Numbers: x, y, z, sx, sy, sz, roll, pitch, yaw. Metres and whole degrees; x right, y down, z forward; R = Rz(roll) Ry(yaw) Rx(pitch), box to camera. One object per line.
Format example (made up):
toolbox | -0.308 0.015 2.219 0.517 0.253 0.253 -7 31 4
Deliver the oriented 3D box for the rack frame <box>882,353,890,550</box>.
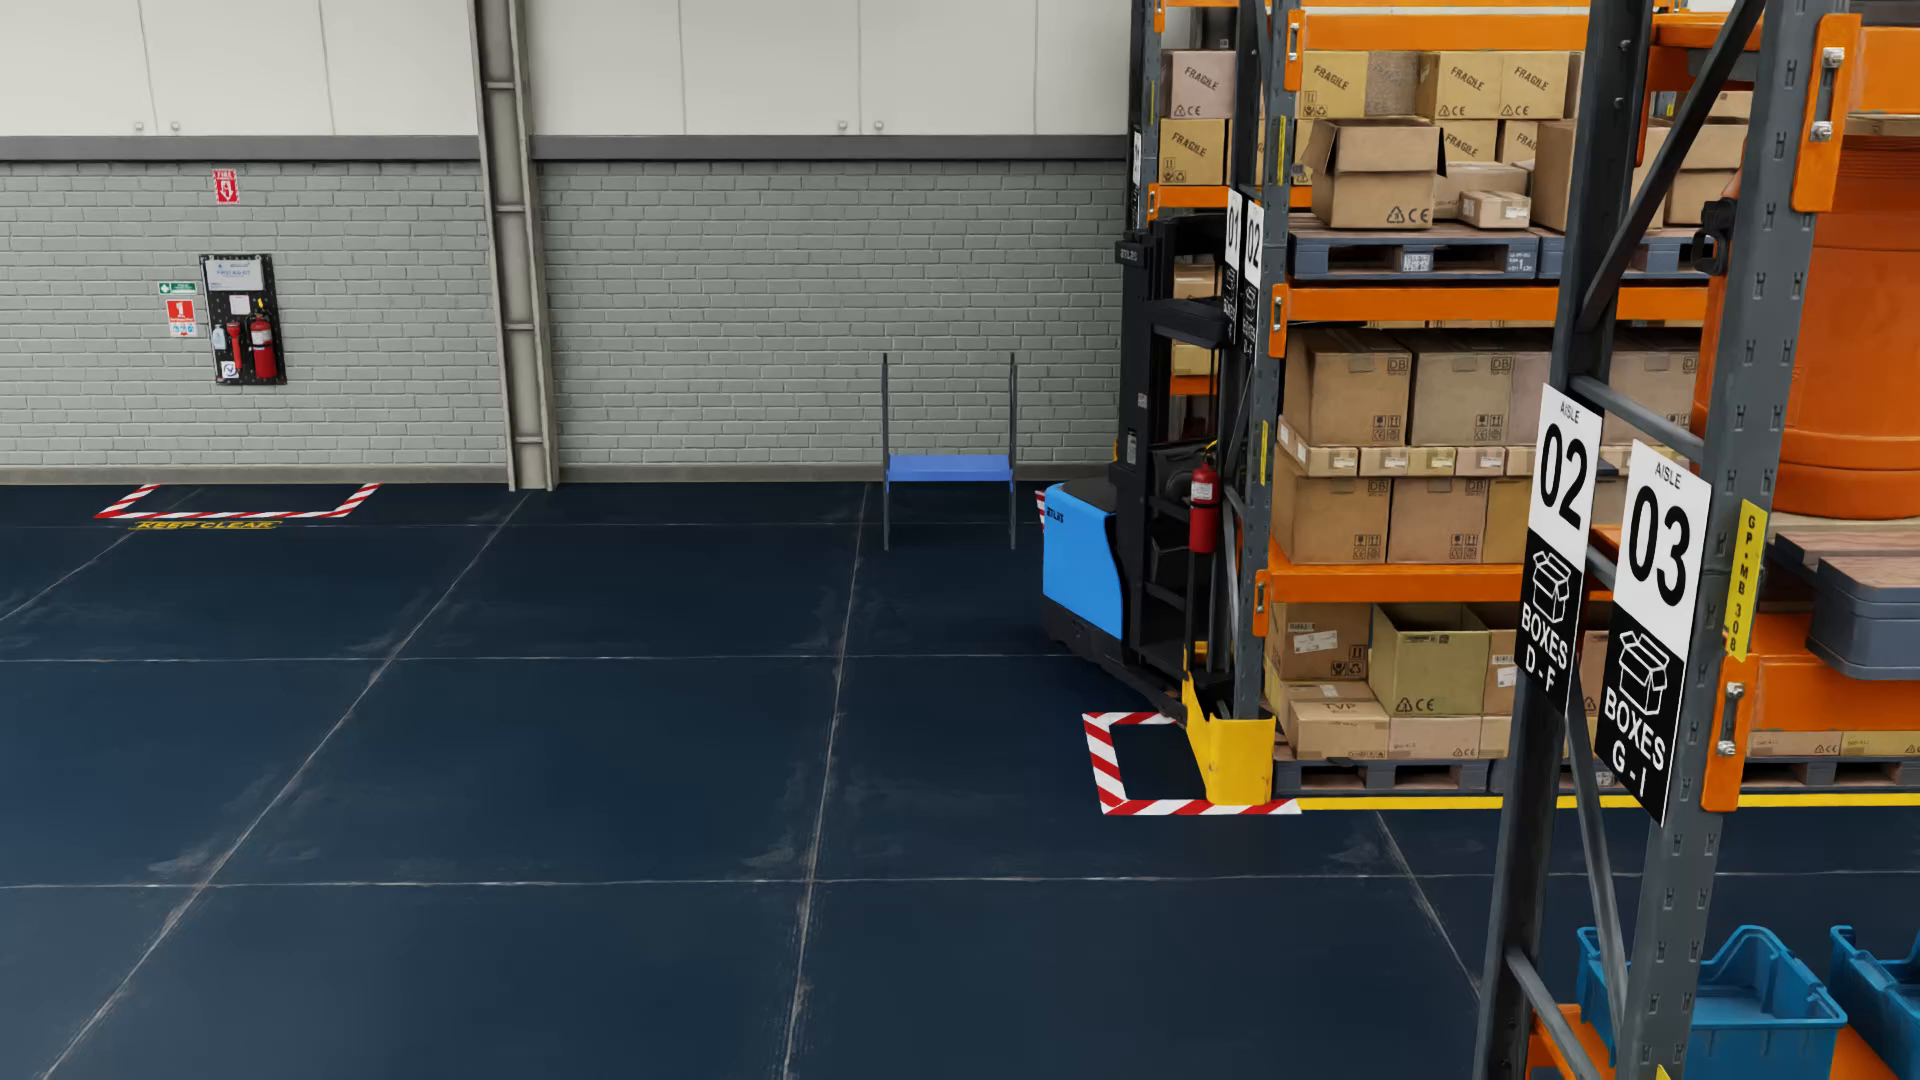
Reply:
rack frame | -0.594 -0.711 13.310 0.032 1.500 0.500 0 18 -1

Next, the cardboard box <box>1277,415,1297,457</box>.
cardboard box | 1.924 -0.580 9.218 0.250 0.149 0.380 -1 18 -2

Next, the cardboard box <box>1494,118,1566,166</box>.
cardboard box | 4.456 -3.104 13.207 0.500 0.500 0.500 -2 18 -6

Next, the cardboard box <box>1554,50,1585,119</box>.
cardboard box | 4.966 -3.572 13.027 0.500 0.500 0.500 -2 18 -6

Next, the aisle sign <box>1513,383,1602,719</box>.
aisle sign | 1.543 0.021 4.314 0.004 0.787 0.394 0 18 -1

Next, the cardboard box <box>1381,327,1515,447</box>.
cardboard box | 2.591 -0.831 8.941 0.500 0.500 0.700 -1 18 -2

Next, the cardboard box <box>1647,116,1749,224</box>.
cardboard box | 3.896 -1.957 8.741 0.637 0.503 0.797 2 18 5

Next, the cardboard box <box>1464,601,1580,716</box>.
cardboard box | 3.085 0.645 9.212 0.500 0.500 0.500 0 18 -1

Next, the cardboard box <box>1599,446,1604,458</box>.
cardboard box | 3.229 -0.463 8.853 0.250 0.149 0.380 -1 18 -2

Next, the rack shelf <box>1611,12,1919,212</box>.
rack shelf | 3.619 -0.984 3.714 4.000 0.370 1.077 0 18 -1

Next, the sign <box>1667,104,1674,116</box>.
sign | 5.479 -3.204 12.868 0.005 0.325 0.100 0 18 -1

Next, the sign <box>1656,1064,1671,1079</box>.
sign | 1.624 1.386 3.863 0.005 0.325 0.100 0 18 -1

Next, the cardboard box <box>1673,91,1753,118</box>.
cardboard box | 6.011 -3.349 13.316 0.500 0.500 0.500 2 18 7

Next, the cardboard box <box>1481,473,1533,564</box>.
cardboard box | 3.034 -0.214 9.139 0.500 0.500 0.700 0 18 0

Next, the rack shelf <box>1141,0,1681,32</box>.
rack shelf | 3.463 -4.198 13.086 4.000 0.370 1.077 0 18 -1

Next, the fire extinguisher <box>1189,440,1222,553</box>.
fire extinguisher | 1.420 -0.268 9.598 0.183 0.674 0.296 0 18 -1

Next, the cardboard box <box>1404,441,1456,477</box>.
cardboard box | 2.454 -0.459 8.841 0.250 0.149 0.380 0 18 -1

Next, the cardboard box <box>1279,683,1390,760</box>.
cardboard box | 2.085 1.012 9.298 0.500 0.250 0.500 0 18 -1

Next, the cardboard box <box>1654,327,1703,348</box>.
cardboard box | 4.095 -0.839 8.964 0.500 0.500 0.700 0 18 -1

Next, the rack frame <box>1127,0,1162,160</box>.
rack frame | 1.463 -4.533 12.945 0.127 3.000 1.000 0 18 -1

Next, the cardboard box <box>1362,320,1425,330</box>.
cardboard box | 3.472 -1.888 13.507 0.500 0.500 0.500 0 18 1

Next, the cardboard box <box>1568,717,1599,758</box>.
cardboard box | 3.585 1.005 9.319 0.500 0.250 0.500 0 18 -1

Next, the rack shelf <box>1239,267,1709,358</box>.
rack shelf | 3.545 -1.259 8.827 4.000 0.370 1.077 0 18 -1

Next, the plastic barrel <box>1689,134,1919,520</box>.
plastic barrel | 2.104 -0.524 3.970 0.708 0.830 0.600 0 18 -1

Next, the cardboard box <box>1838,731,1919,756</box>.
cardboard box | 5.085 0.996 9.346 0.500 0.250 0.500 0 18 -1

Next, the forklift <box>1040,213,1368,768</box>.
forklift | 1.682 -0.413 10.036 1.130 2.935 3.031 -9 20 -26

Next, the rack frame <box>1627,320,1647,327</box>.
rack frame | 5.463 -1.695 13.922 0.127 3.000 1.000 0 18 -1

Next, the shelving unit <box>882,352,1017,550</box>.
shelving unit | -0.085 -0.714 13.317 1.048 1.500 0.538 0 18 -1

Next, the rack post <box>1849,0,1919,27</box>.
rack post | 2.378 -1.234 3.480 0.954 0.300 0.937 2 18 5

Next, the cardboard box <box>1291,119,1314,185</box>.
cardboard box | 2.858 -3.082 13.138 0.500 0.500 0.500 1 18 2

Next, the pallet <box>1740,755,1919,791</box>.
pallet | 4.749 1.136 9.659 1.213 0.211 1.003 0 18 -1

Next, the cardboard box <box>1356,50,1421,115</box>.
cardboard box | 3.432 -3.721 13.493 0.500 0.500 0.500 0 18 -1

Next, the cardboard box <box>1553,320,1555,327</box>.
cardboard box | 4.995 -1.894 13.526 0.500 0.500 0.500 0 18 -1

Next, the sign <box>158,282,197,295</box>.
sign | -6.871 -2.210 14.600 0.331 0.109 0.001 0 18 -1

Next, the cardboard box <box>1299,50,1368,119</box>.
cardboard box | 2.867 -3.558 12.985 0.500 0.500 0.500 0 18 1

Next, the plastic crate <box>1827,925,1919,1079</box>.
plastic crate | 2.765 1.325 4.749 0.408 0.251 0.499 0 18 -1

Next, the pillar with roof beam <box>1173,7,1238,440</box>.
pillar with roof beam | 2.218 -3.485 9.681 0.400 9.000 9.100 0 18 -1

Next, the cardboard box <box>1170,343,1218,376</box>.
cardboard box | 1.956 -1.520 13.587 0.500 0.250 0.500 -1 18 -2

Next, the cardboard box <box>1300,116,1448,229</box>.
cardboard box | 2.120 -1.909 8.591 0.637 0.503 0.797 1 18 3

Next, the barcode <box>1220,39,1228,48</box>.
barcode | 2.165 -4.070 13.631 0.075 0.075 0.001 0 18 -1

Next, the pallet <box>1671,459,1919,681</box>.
pallet | 2.448 0.037 3.919 1.213 0.211 1.003 0 18 -1

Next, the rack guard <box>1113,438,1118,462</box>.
rack guard | 1.539 -0.486 14.245 0.348 0.500 1.175 0 18 -1
